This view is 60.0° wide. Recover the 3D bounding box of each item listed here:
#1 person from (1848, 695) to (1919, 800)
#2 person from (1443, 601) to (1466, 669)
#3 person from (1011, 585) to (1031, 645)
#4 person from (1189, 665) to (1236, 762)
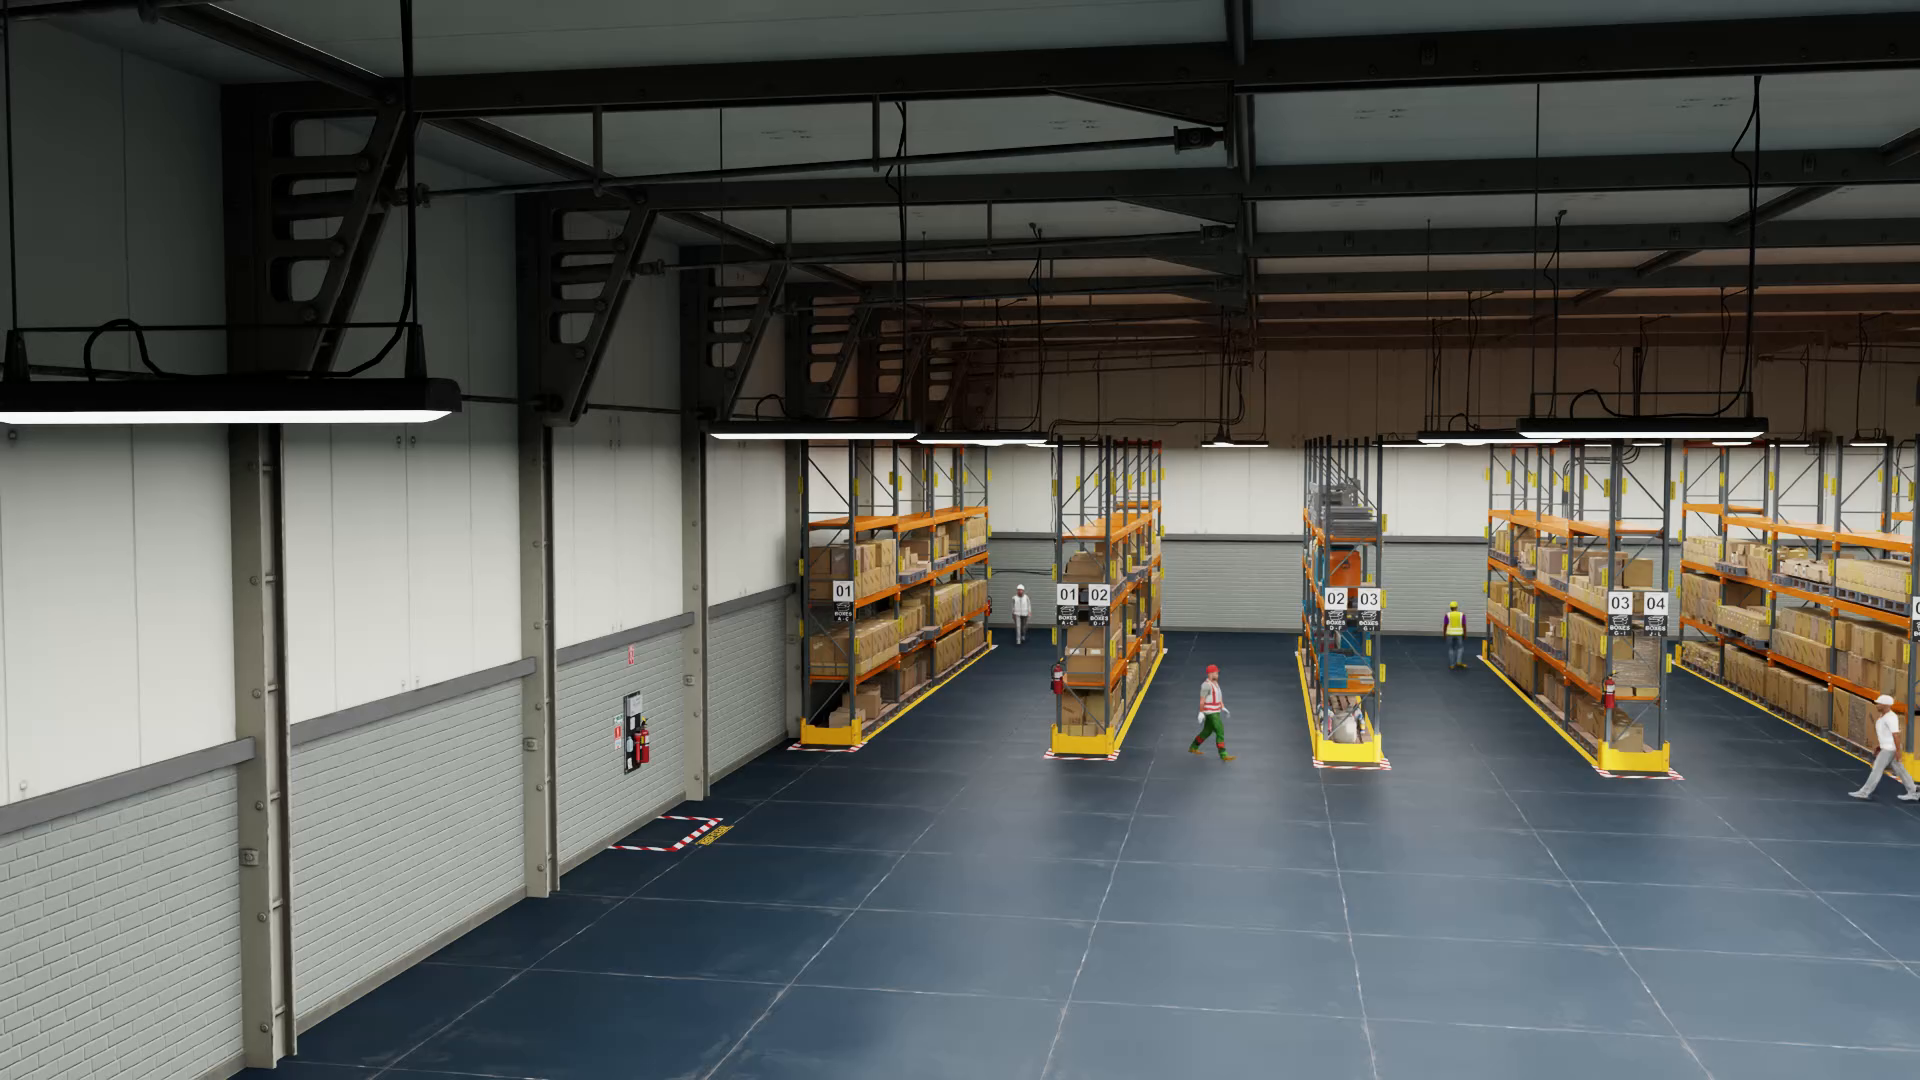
[{"bbox_3d":[15.087,3.376,27.127,1.034,1.697,0.623,1,3,26],"label":"person"},{"bbox_3d":[12.965,2.492,43.577,0.594,1.765,0.548,0,3,9],"label":"person"},{"bbox_3d":[1.806,2.196,49.046,0.557,1.727,1.046,0,3,-4],"label":"person"},{"bbox_3d":[4.687,3.195,30.807,0.999,1.755,0.545,1,3,24],"label":"person"}]
